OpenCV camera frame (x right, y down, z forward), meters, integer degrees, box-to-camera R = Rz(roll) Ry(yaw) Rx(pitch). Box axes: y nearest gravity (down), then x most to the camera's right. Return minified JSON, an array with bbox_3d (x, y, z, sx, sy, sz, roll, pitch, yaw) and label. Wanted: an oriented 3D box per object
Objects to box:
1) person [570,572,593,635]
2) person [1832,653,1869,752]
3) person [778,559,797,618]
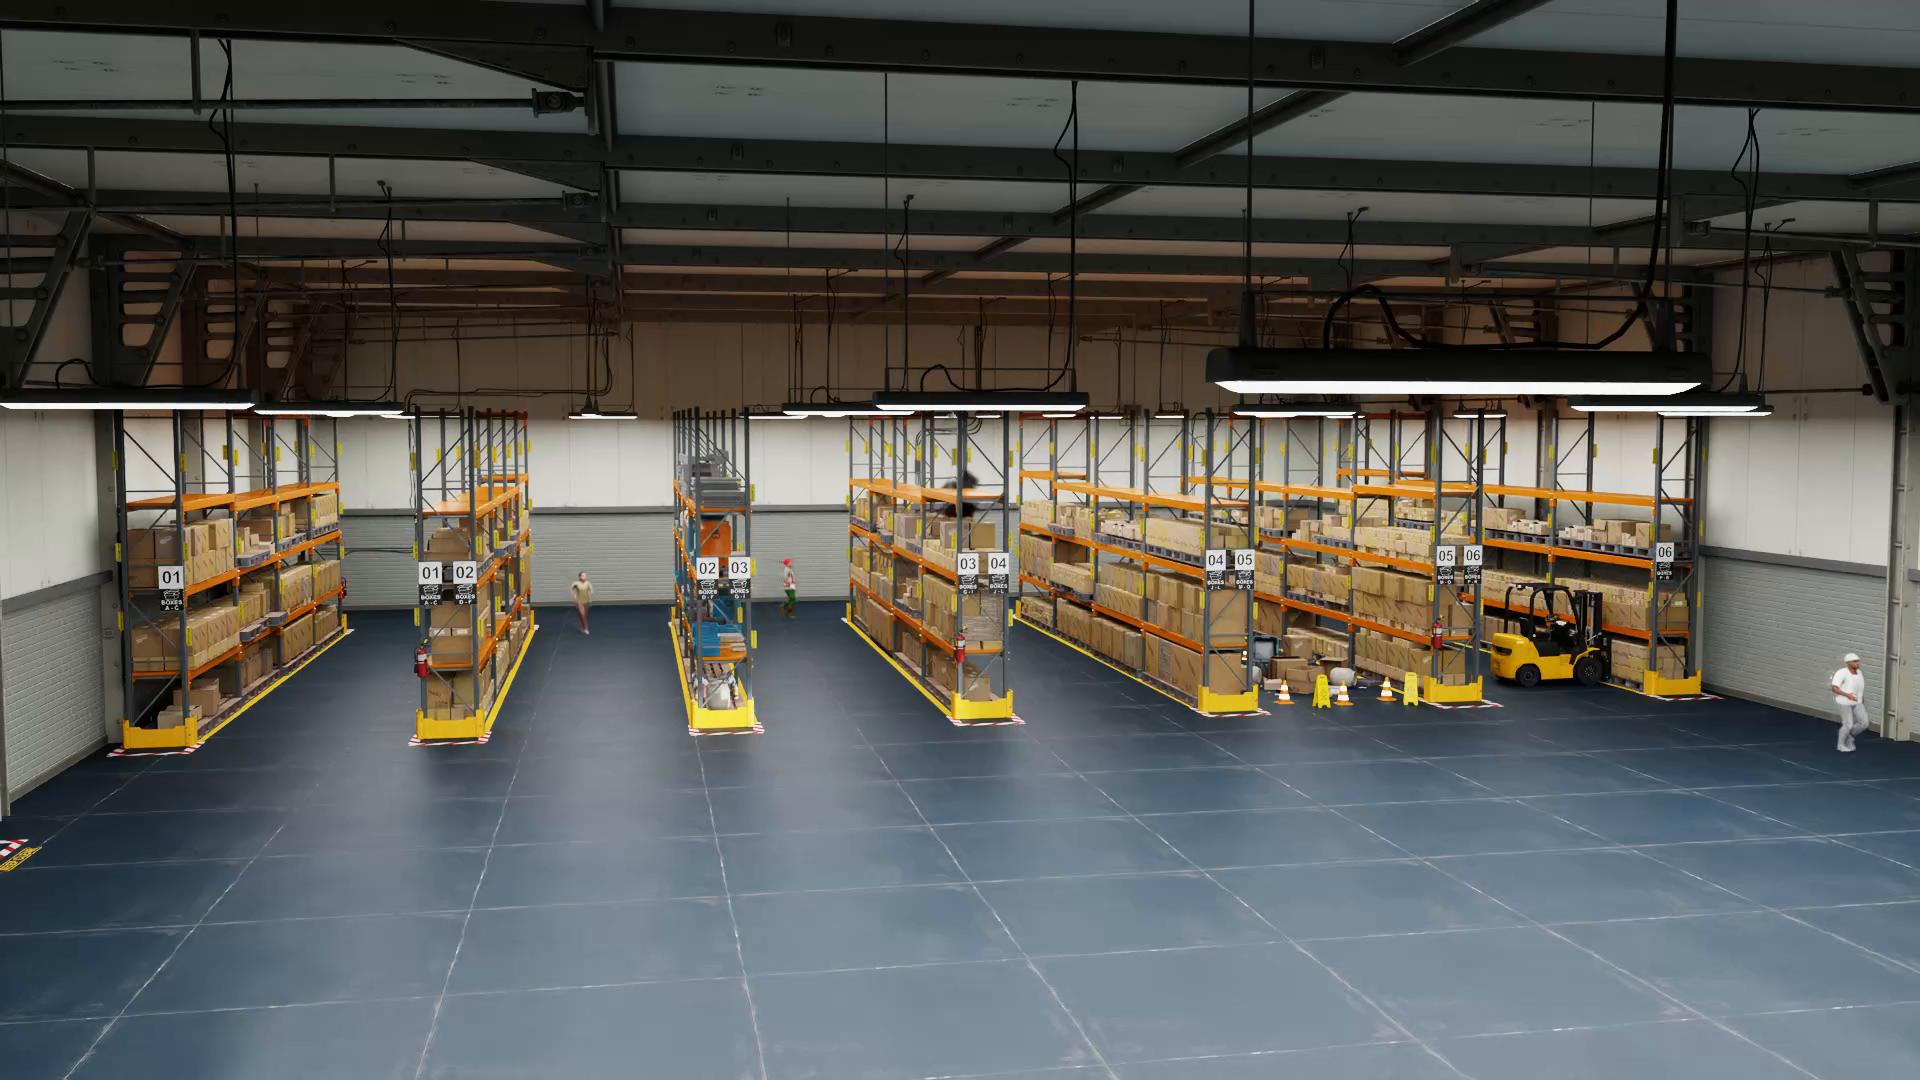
[{"bbox_3d":[-10.224,1.688,45.015,0.592,1.664,0.951,-2,5,-29],"label":"person"},{"bbox_3d":[15.369,2.810,28.648,0.701,1.722,0.595,-1,4,-13],"label":"person"},{"bbox_3d":[-5.031,1.410,48.489,0.563,1.748,0.654,0,4,-5],"label":"person"}]
